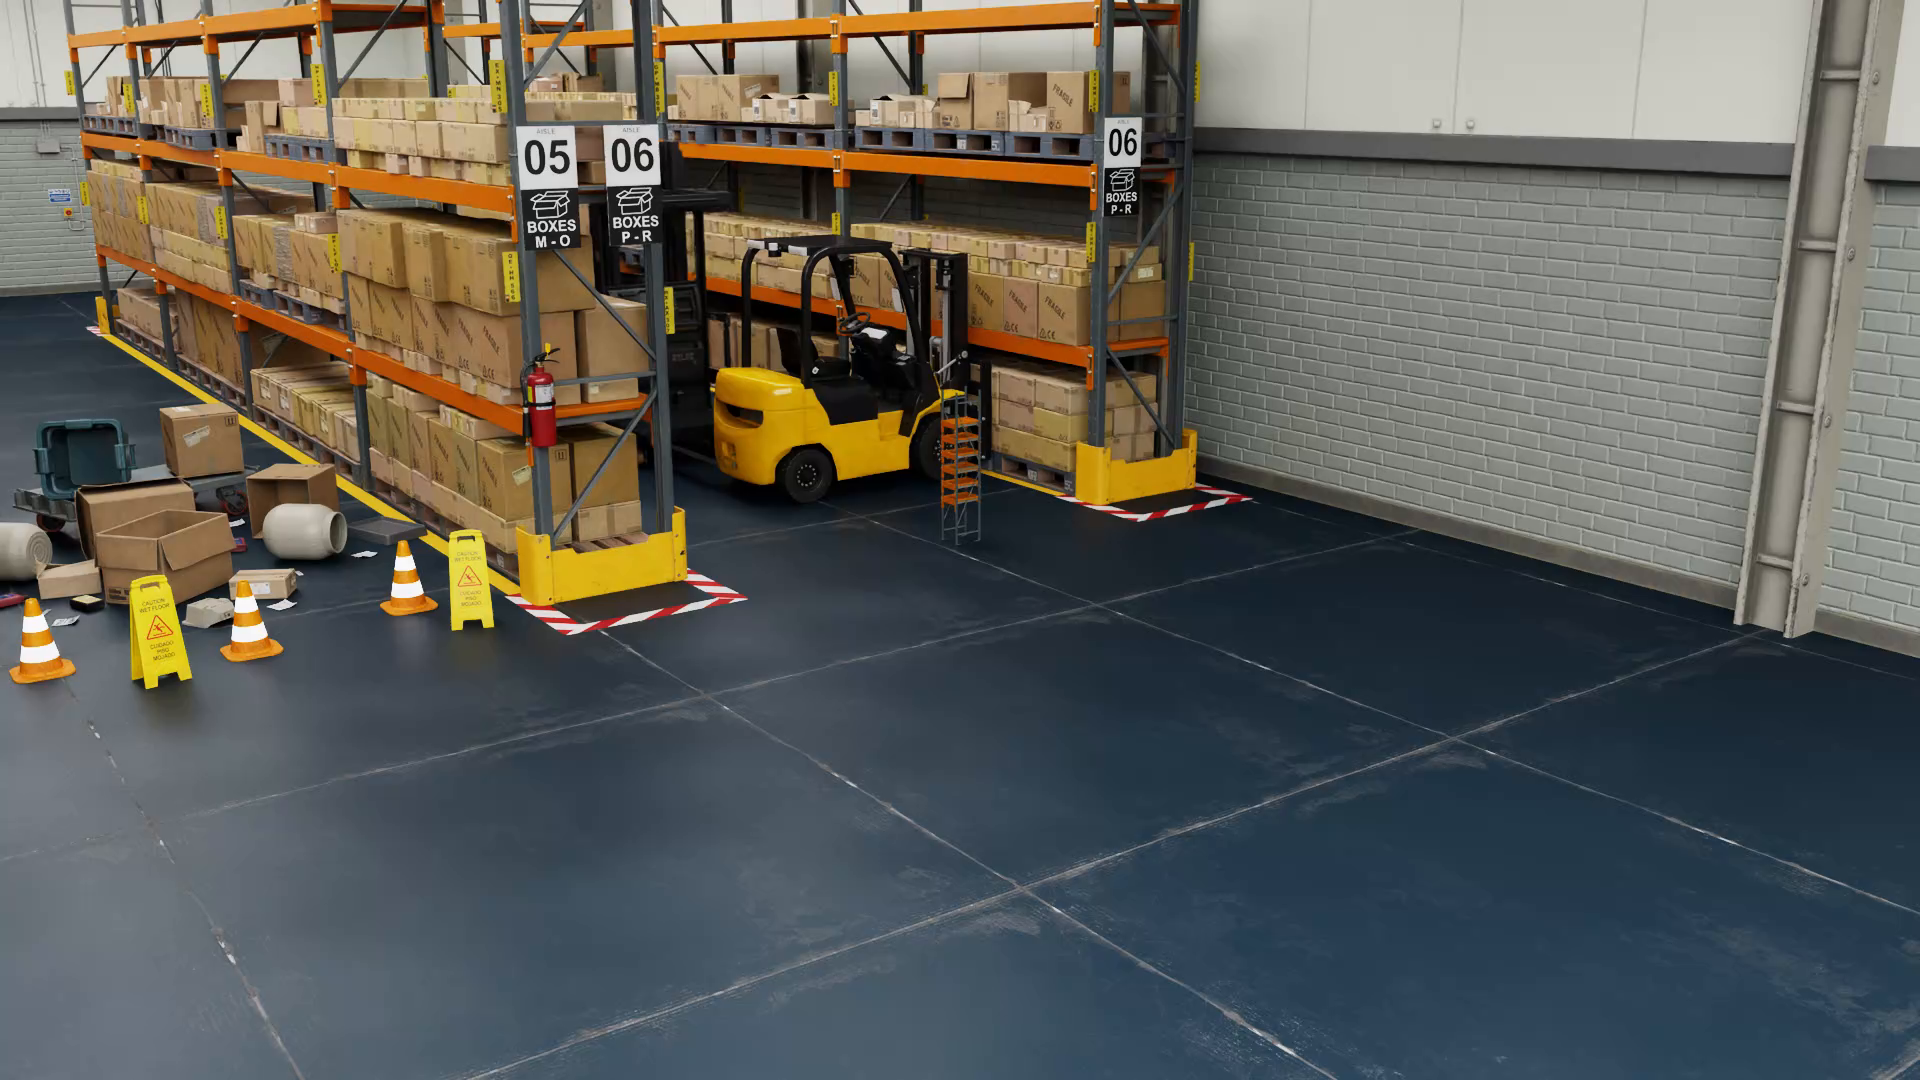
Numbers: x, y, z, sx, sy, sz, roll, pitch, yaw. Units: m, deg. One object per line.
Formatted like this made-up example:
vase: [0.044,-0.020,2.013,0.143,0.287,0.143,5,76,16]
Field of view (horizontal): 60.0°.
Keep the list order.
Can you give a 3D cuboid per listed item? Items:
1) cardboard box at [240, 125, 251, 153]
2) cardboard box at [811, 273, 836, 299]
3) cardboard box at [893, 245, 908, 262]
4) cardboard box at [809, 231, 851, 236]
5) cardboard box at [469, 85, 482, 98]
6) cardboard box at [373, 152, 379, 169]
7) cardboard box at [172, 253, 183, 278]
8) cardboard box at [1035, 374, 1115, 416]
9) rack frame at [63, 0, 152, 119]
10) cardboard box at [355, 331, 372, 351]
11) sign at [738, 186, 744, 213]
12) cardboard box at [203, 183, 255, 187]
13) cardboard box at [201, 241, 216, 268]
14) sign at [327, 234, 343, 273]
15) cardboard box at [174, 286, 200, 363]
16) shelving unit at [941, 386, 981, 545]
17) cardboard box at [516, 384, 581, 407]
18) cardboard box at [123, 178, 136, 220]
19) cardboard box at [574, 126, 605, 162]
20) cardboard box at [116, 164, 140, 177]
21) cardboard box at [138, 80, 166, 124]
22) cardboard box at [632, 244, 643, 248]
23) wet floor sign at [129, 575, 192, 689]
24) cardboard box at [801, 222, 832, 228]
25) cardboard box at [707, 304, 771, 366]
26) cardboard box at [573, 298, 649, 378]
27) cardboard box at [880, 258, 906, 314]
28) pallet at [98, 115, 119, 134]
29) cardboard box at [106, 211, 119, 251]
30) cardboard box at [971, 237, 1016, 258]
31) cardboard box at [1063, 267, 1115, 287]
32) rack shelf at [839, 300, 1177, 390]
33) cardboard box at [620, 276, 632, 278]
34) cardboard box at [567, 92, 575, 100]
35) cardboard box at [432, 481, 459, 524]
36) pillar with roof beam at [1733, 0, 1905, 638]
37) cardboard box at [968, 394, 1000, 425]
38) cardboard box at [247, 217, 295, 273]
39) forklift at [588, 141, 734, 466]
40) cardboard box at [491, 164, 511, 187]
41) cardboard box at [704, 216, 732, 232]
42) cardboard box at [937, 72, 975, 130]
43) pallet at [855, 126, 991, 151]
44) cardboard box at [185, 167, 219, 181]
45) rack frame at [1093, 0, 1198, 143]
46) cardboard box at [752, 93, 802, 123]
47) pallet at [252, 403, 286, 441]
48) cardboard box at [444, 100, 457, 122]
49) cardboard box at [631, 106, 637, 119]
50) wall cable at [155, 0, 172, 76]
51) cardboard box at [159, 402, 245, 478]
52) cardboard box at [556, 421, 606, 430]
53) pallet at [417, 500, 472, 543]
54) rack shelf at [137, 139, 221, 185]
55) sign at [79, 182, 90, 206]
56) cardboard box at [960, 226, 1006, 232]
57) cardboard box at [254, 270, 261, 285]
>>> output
cardboard box: [-6.987,-4.039,16.725,0.396,0.266,0.258,-11,19,-35]
cardboard box: [-1.328,-2.717,17.607,0.500,0.250,0.500,-10,18,-33]
cardboard box: [-0.431,-2.804,16.222,0.380,0.149,0.250,-10,18,-33]
cardboard box: [-1.367,-3.175,17.575,0.380,0.149,0.250,-11,19,-35]
cardboard box: [-6.920,-6.587,24.551,0.500,0.250,0.500,-10,18,-33]
cardboard box: [-4.504,-3.072,13.412,0.380,0.149,0.250,-11,19,-34]
cardboard box: [-8.897,-3.230,19.481,0.500,0.250,0.500,-11,19,-35]
cardboard box: [1.009,-1.277,14.579,0.500,0.250,0.500,-10,18,-33]
rack frame: [-11.888,-7.407,23.094,1.000,3.000,0.127,-11,19,-35]
cardboard box: [-4.907,-1.713,14.130,0.380,0.149,0.250,-11,19,-35]
sign: [-2.725,-4.222,20.627,0.100,0.325,0.005,-11,19,-35]
cardboard box: [-8.761,-4.024,20.015,0.500,0.500,0.500,-10,18,-33]
cardboard box: [-7.979,-3.147,18.230,0.500,0.250,0.500,-11,19,-36]
sign: [-5.280,-2.423,14.054,0.100,0.325,0.005,-11,19,-35]
cardboard box: [-9.107,-2.718,20.552,0.875,0.875,0.875,-10,18,-33]
shelving unit: [0.009,-0.576,12.906,0.258,1.200,0.189,-11,19,-35]
cardboard box: [-2.874,-1.023,11.607,0.380,0.149,0.250,-10,18,-33]
cardboard box: [-10.329,-4.358,21.232,0.500,0.500,0.500,-11,19,-35]
cardboard box: [-2.561,-2.764,11.531,0.500,0.250,0.500,-11,19,-36]
cardboard box: [-10.832,-4.852,21.811,0.380,0.149,0.250,-11,19,-35]
cardboard box: [-9.253,-5.124,19.449,0.500,0.500,0.500,-11,19,-36]
cardboard box: [-3.868,-3.739,20.735,0.380,0.149,0.250,-10,18,-34]
wet floor sign: [-4.807,0.527,9.928,0.232,0.644,0.267,14,21,42]
cardboard box: [-1.560,-3.473,18.664,0.380,0.149,0.250,-11,19,-35]
cardboard box: [-2.816,-2.499,20.226,0.875,0.625,0.625,-10,18,-33]
cardboard box: [-2.535,-1.433,11.878,0.500,0.500,0.500,-11,19,-35]
cardboard box: [-0.451,-2.527,16.438,0.500,0.500,0.500,-10,18,-34]
pallet: [-10.722,-5.500,21.977,1.003,0.211,1.213,-11,19,-35]
cardboard box: [-11.234,-4.200,22.550,0.500,0.500,0.500,-11,19,-35]
cardboard box: [0.319,-2.674,15.182,0.380,0.149,0.250,-10,18,-33]
cardboard box: [1.101,-2.260,14.234,0.380,0.149,0.250,-11,19,-34]
rack shelf: [0.356,-1.949,15.877,1.077,0.370,4.000,-11,19,-35]
cardboard box: [-4.765,-3.601,23.262,0.380,0.149,0.250,-11,19,-34]
cardboard box: [-4.890,-5.755,21.665,0.380,0.149,0.250,-11,19,-34]
cardboard box: [-3.784,-0.327,13.003,0.500,0.250,0.500,-12,19,-37]
pillar with roof beam: [1.897,-3.101,7.361,9.100,9.000,0.400,-11,19,-35]
cardboard box: [0.386,-1.257,15.454,0.500,0.250,0.500,-11,19,-36]
cardboard box: [-6.795,-2.958,16.652,0.500,0.500,0.500,-10,18,-32]
forklift: [-2.783,-2.241,15.713,1.130,2.935,3.031,-11,19,-34]
cardboard box: [-2.917,-2.456,11.160,0.380,0.149,0.250,-11,19,-34]
cardboard box: [-2.893,-3.716,19.555,0.380,0.149,0.250,-10,18,-33]
cardboard box: [0.240,-4.038,15.284,0.797,0.503,0.637,-10,18,-33]
pallet: [-0.298,-3.949,16.307,1.003,0.211,1.213,-11,19,-35]
cardboard box: [-9.512,-4.611,20.928,0.380,0.149,0.250,-11,19,-35]
rack frame: [1.532,-4.762,13.429,1.000,3.000,0.127,-11,19,-35]
cardboard box: [-1.894,-4.658,17.914,0.500,0.311,0.500,-12,19,-36]
pallet: [-6.726,-1.294,17.402,1.003,0.211,1.213,-11,19,-35]
cardboard box: [-3.450,-3.062,11.865,0.380,0.149,0.250,-11,19,-35]
cardboard box: [-3.846,-5.300,20.607,0.380,0.149,0.250,-10,18,-33]
wall cable: [-12.575,-9.137,29.342,2.988,3.039,0.133,-11,19,-35]
cardboard box: [-6.255,-0.828,13.721,0.500,0.500,0.500,-11,19,-35]
cardboard box: [-3.057,-0.666,12.822,0.500,0.500,0.500,-12,19,-37]
pallet: [-3.688,-0.208,13.436,1.003,0.211,1.213,-11,19,-35]
rack shelf: [-8.361,-4.332,18.904,1.077,0.370,4.000,-11,19,-35]
sign: [-12.341,-4.885,23.452,0.100,0.325,0.005,-11,19,-35]
cardboard box: [0.227,-2.989,16.334,0.380,0.149,0.250,-11,19,-35]
cardboard box: [-6.881,-2.658,16.784,0.380,0.149,0.250,-12,20,-38]
